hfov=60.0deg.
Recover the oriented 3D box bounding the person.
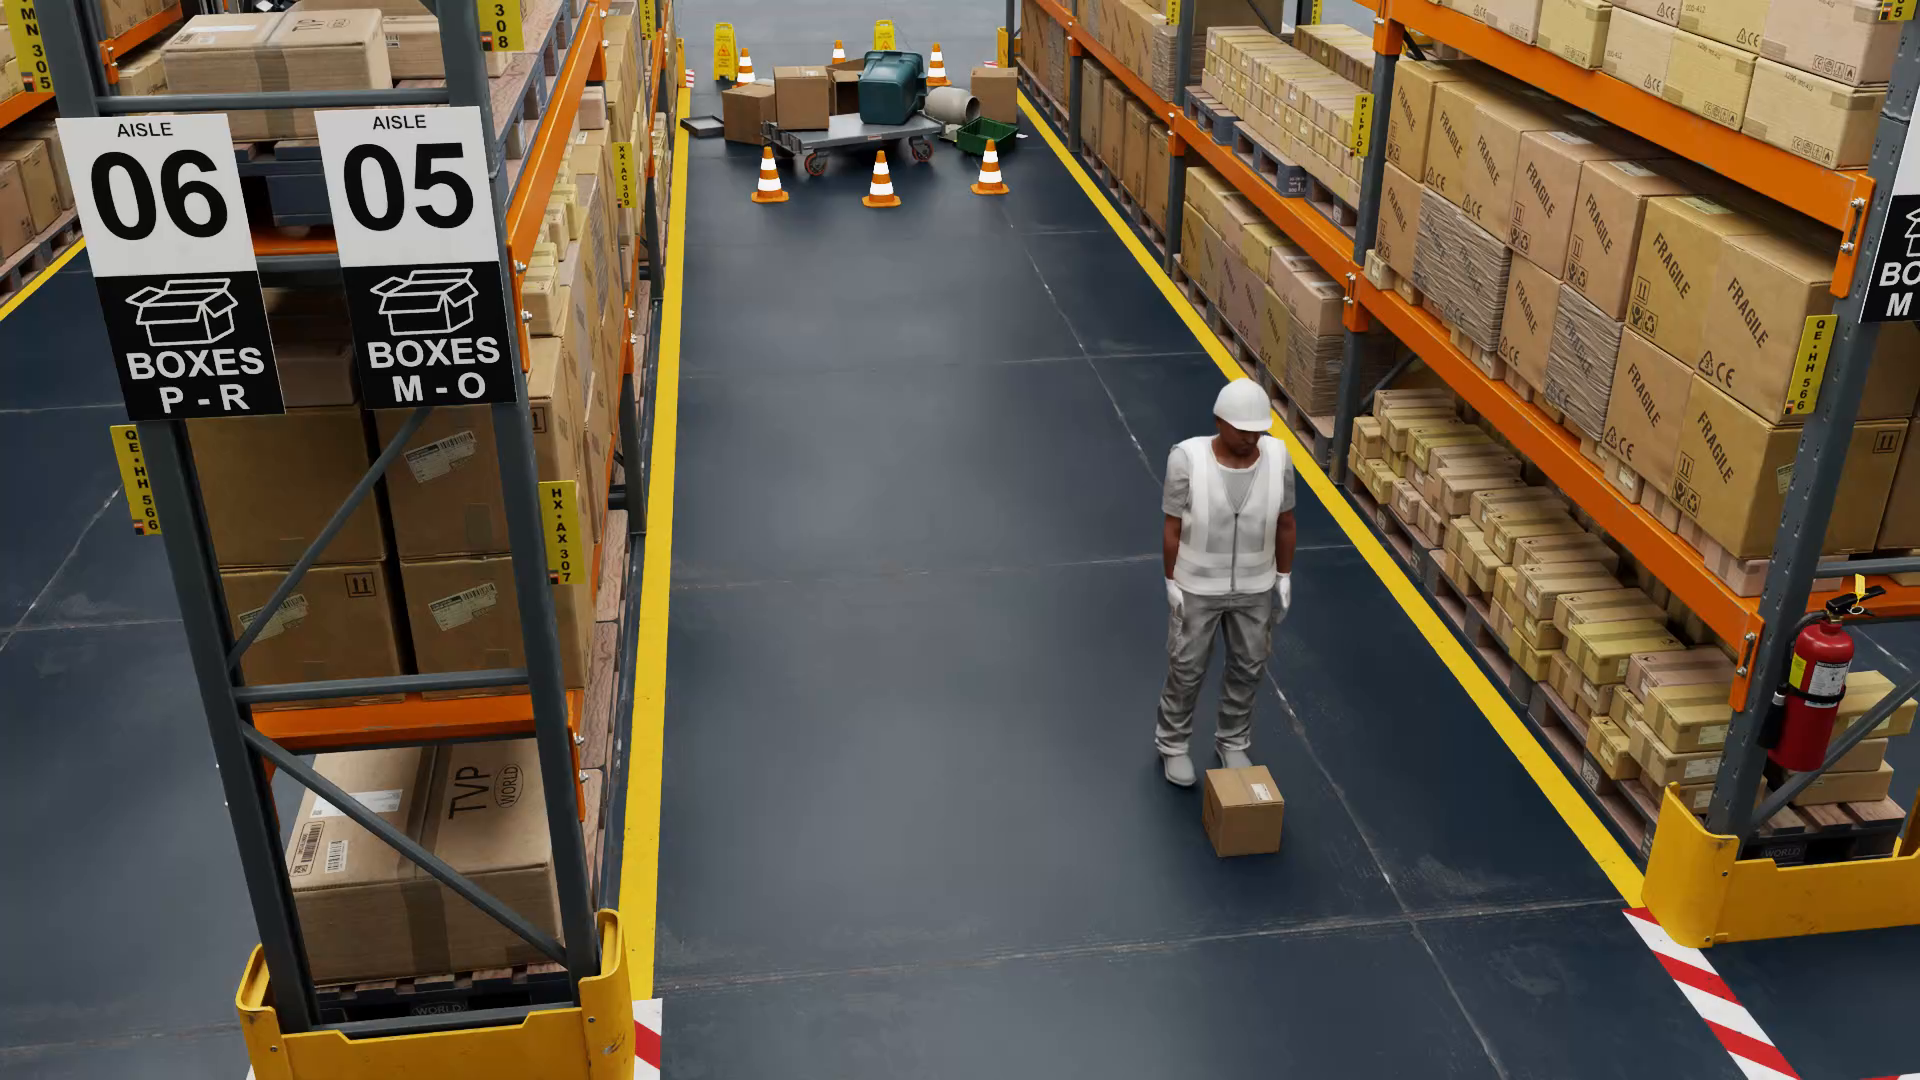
[{"bbox_3d":[1.081,0.175,6.755,0.545,1.775,0.359,-3,27,-6],"label":"person"}]
